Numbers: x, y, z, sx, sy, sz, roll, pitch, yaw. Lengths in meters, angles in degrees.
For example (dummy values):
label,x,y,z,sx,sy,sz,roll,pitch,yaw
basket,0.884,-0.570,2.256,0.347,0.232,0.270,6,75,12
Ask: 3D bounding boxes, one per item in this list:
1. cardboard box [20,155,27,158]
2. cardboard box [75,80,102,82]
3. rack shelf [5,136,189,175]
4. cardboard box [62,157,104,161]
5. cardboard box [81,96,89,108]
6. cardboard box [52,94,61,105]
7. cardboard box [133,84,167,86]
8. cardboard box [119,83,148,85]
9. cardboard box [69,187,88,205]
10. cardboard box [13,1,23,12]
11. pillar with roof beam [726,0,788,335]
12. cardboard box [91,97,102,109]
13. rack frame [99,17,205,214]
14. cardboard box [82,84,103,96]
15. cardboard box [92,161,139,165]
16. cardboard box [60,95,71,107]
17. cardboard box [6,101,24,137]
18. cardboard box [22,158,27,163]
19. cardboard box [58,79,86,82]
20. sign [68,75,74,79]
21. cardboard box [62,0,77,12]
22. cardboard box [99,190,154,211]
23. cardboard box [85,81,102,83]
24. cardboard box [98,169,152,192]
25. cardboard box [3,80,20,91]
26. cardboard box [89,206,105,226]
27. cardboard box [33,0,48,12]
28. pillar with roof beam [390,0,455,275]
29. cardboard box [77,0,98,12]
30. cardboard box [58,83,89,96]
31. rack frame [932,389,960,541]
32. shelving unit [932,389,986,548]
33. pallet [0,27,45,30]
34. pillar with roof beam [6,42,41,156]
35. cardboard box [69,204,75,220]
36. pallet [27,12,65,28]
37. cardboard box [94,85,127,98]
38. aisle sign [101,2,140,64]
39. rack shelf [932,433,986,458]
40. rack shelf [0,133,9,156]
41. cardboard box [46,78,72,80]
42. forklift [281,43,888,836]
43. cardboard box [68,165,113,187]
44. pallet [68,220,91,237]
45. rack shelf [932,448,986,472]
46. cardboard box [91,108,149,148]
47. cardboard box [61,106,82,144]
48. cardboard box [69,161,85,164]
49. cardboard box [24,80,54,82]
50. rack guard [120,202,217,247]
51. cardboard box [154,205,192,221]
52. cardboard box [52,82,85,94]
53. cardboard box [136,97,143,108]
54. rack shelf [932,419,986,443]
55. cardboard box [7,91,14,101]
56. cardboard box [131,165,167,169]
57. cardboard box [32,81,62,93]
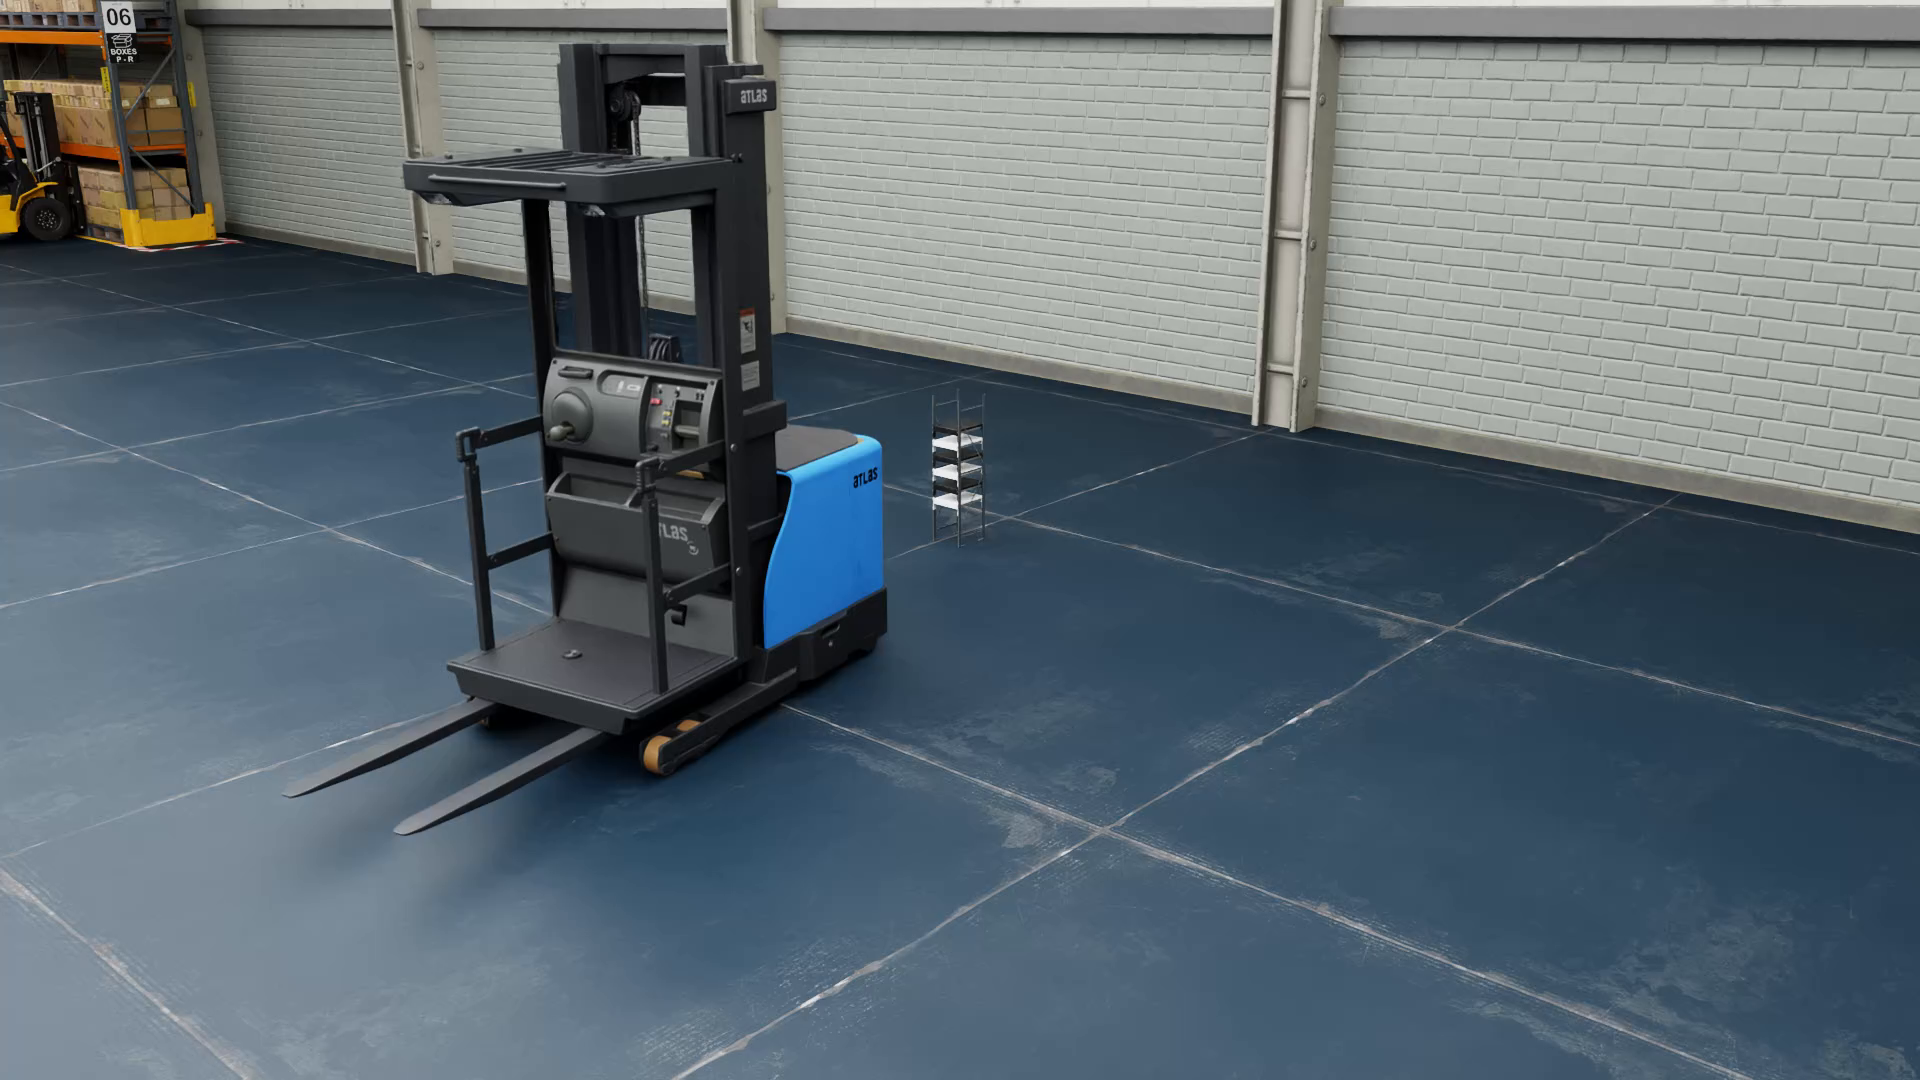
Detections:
label,x,y,z,sx,sy,sz,roll,pitch,yaw
cardboard box,-15.553,-5.876,26.899,0.625,0.625,0.875,14,22,37
cardboard box,-12.800,-6.698,24.527,0.250,0.149,0.380,15,23,38
rack shelf,-12.520,-5.653,24.154,4.000,0.370,1.077,15,23,39
cardboard box,-13.131,-5.610,25.028,0.500,0.250,0.500,15,23,38
cardboard box,-12.012,-6.120,23.199,0.250,0.149,0.380,15,23,39
cardboard box,-12.809,-6.316,23.816,0.250,0.149,0.380,14,23,38
cardboard box,-11.291,-6.276,23.199,0.250,0.149,0.380,16,24,41
cardboard box,-11.689,-6.372,23.500,0.250,0.149,0.380,15,23,40
cardboard box,-12.364,-4.951,23.778,0.500,0.250,0.500,14,23,38
cardboard box,-13.307,-7.642,23.829,0.250,0.149,0.380,16,24,41
pillar with roof beam,-4.829,-5.414,12.294,0.400,9.000,9.100,15,23,39
cardboard box,-11.681,-6.002,22.827,0.250,0.149,0.380,16,23,40
rack frame,-11.024,-5.594,22.780,0.127,3.000,1.000,15,23,39
cardboard box,-11.988,-6.273,23.189,0.250,0.149,0.380,15,23,40
cardboard box,-12.380,-5.406,24.387,0.500,0.250,0.500,14,23,38
cardboard box,-12.445,-6.209,23.480,0.250,0.149,0.380,15,23,40
cardboard box,-13.858,-6.297,24.829,0.500,0.500,0.500,14,22,38
cardboard box,-13.863,-5.595,24.982,0.500,0.250,0.500,15,23,38
cardboard box,-13.210,-6.790,24.819,0.250,0.149,0.380,15,23,39
sign,-13.649,-6.974,25.564,0.005,0.325,0.100,15,23,39
cardboard box,-12.035,-7.356,22.736,0.258,0.266,0.396,15,23,39
cardboard box,-11.596,-4.749,23.142,0.500,0.250,0.500,15,23,39
cardboard box,-12.472,-6.578,24.150,0.250,0.149,0.380,16,24,41
cardboard box,-11.576,-4.982,23.050,0.500,0.250,0.500,16,24,41
cardboard box,-13.975,-6.765,24.739,0.250,0.149,0.380,16,23,40
cardboard box,-11.951,-4.609,23.526,0.500,0.250,0.500,15,23,39
cardboard box,-12.629,-7.709,23.455,0.637,0.503,0.797,16,24,41
pillar with roof beam,-9.317,-6.619,16.090,0.400,9.000,9.100,15,23,39
cardboard box,-11.517,-7.353,22.339,0.500,0.500,0.500,16,24,41
cardboard box,-12.453,-6.351,23.434,0.250,0.149,0.380,16,23,40
rack frame,-0.082,-0.451,10.045,0.006,0.900,0.240,15,23,39
shelving unit,-0.006,-0.431,9.981,0.210,0.900,0.258,15,23,39
pallet,-14.685,-7.910,25.435,1.217,0.209,0.805,14,22,37
pillar with roof beam,-18.292,-9.028,23.682,0.400,9.000,9.100,15,23,39
cardboard box,-12.723,-4.810,24.161,0.500,0.250,0.500,16,24,41
pallet,-12.453,-7.374,23.577,1.213,0.211,1.003,15,23,39
cardboard box,-11.637,-6.159,22.832,0.250,0.149,0.380,15,23,39
aisle sign,-11.170,-6.754,22.136,0.004,0.787,0.394,15,23,39
rack shelf,-0.006,-0.570,9.936,0.200,0.077,0.258,15,23,39
rack shelf,-15.512,-6.456,26.685,4.000,0.370,1.077,15,23,39
cardboard box,-13.577,-6.900,25.166,0.250,0.149,0.380,15,23,39
forklift,-1.541,-0.564,7.044,1.130,2.935,3.031,10,20,28
cardboard box,-12.346,-5.182,23.681,0.500,0.250,0.500,15,23,40
pallet,-12.533,-4.654,24.428,1.213,0.211,1.003,15,23,39
rack shelf,-0.006,-0.485,9.964,0.200,0.077,0.258,15,23,39
cardboard box,-11.567,-5.681,22.889,0.500,0.500,0.500,14,23,38
cardboard box,-12.332,-5.890,23.548,0.500,0.500,0.500,14,23,38
cardboard box,-13.107,-5.393,24.345,0.500,0.250,0.500,16,24,41
cardboard box,-13.523,-6.684,24.483,0.250,0.149,0.380,14,23,38
rack guard,-11.006,-4.398,23.143,0.348,0.500,1.175,15,23,39
cardboard box,-11.262,-4.627,23.582,0.500,0.250,0.500,15,23,39
cardboard box,-12.760,-6.478,23.836,0.250,0.149,0.380,15,23,39
cardboard box,-11.333,-6.113,23.177,0.250,0.149,0.380,15,23,39
rack shelf,-0.006,-0.656,9.909,0.200,0.077,0.258,15,23,39
cardboard box,-13.952,-6.631,24.808,0.250,0.149,0.380,15,23,38
cardboard box,-11.634,-5.199,23.734,0.500,0.250,0.500,15,23,39
cardboard box,-13.186,-6.563,24.102,0.250,0.149,0.380,15,23,38
